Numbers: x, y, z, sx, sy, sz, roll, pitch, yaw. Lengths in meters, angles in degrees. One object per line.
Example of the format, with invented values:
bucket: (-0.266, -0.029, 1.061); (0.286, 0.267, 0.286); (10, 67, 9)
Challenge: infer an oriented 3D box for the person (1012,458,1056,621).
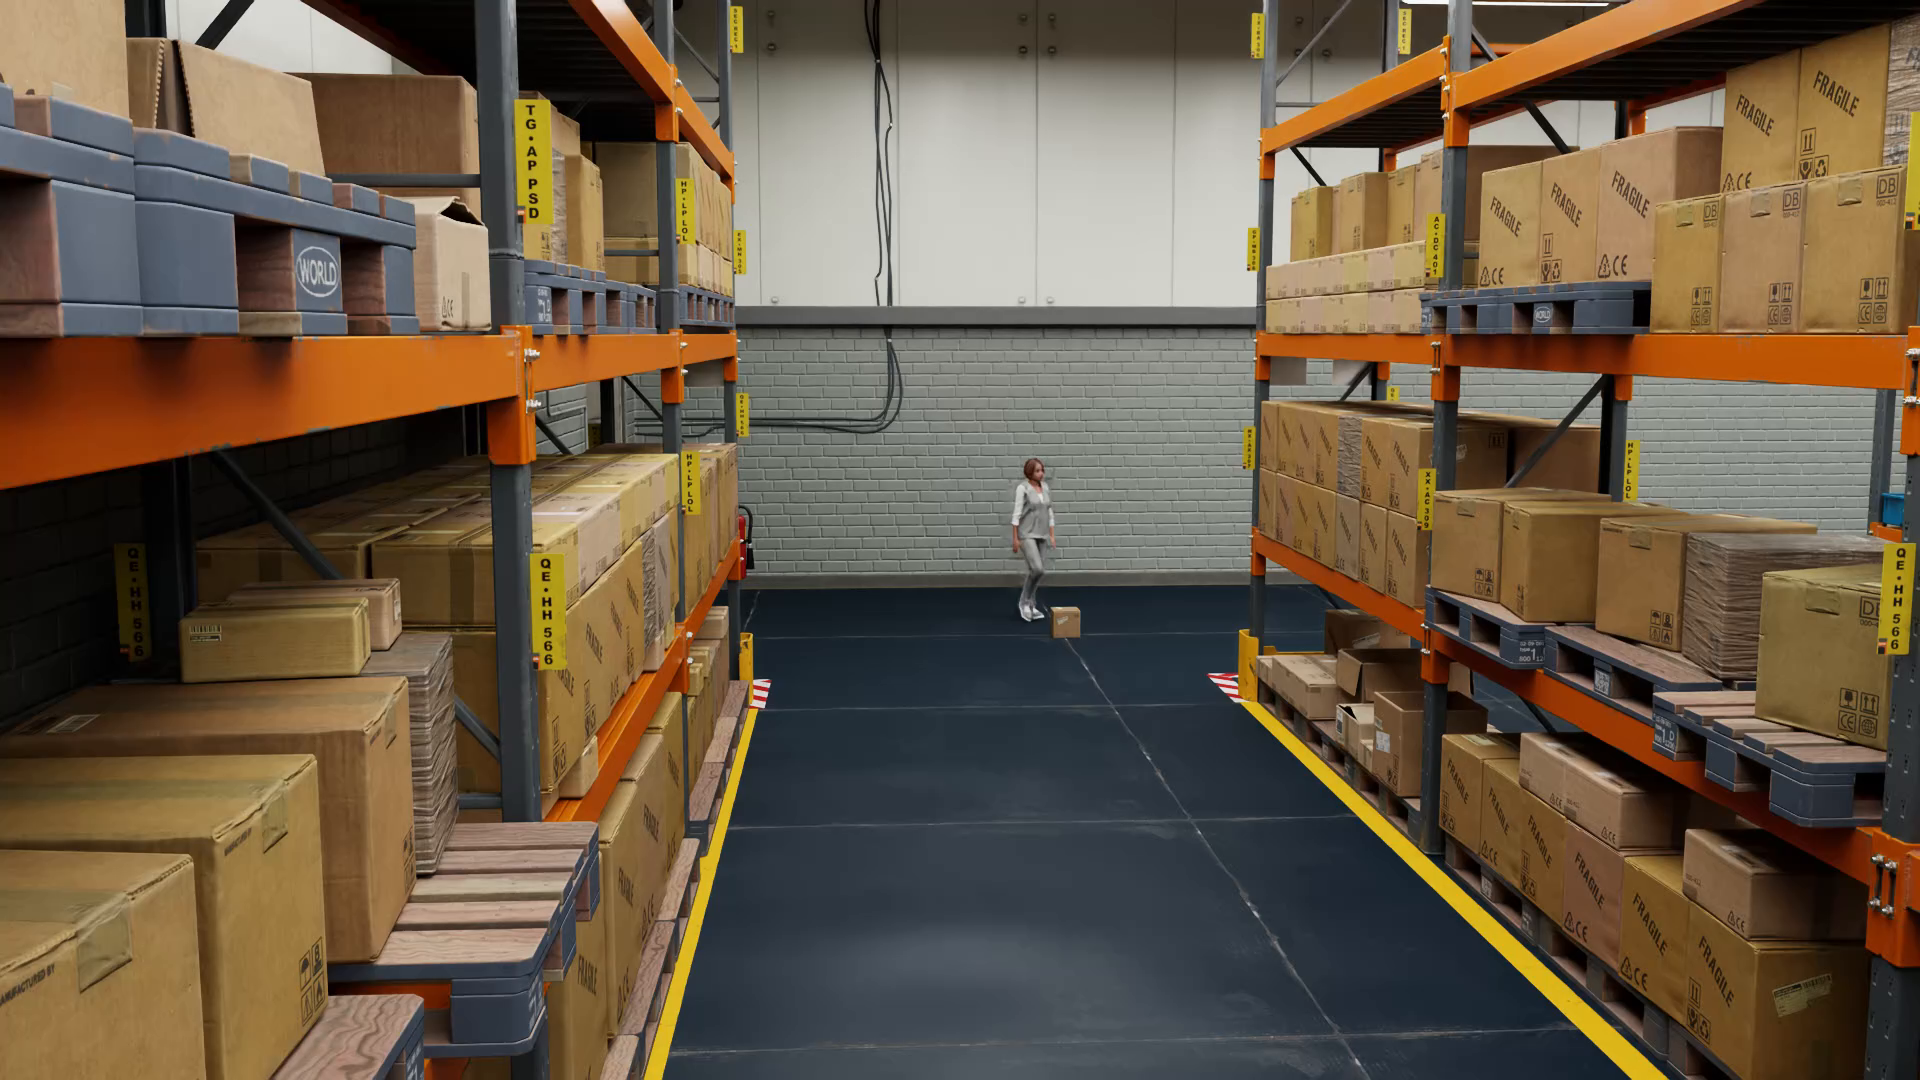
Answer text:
person: (0.724, -0.008, 16.206); (0.445, 1.590, 0.447); (-7, 10, -43)
